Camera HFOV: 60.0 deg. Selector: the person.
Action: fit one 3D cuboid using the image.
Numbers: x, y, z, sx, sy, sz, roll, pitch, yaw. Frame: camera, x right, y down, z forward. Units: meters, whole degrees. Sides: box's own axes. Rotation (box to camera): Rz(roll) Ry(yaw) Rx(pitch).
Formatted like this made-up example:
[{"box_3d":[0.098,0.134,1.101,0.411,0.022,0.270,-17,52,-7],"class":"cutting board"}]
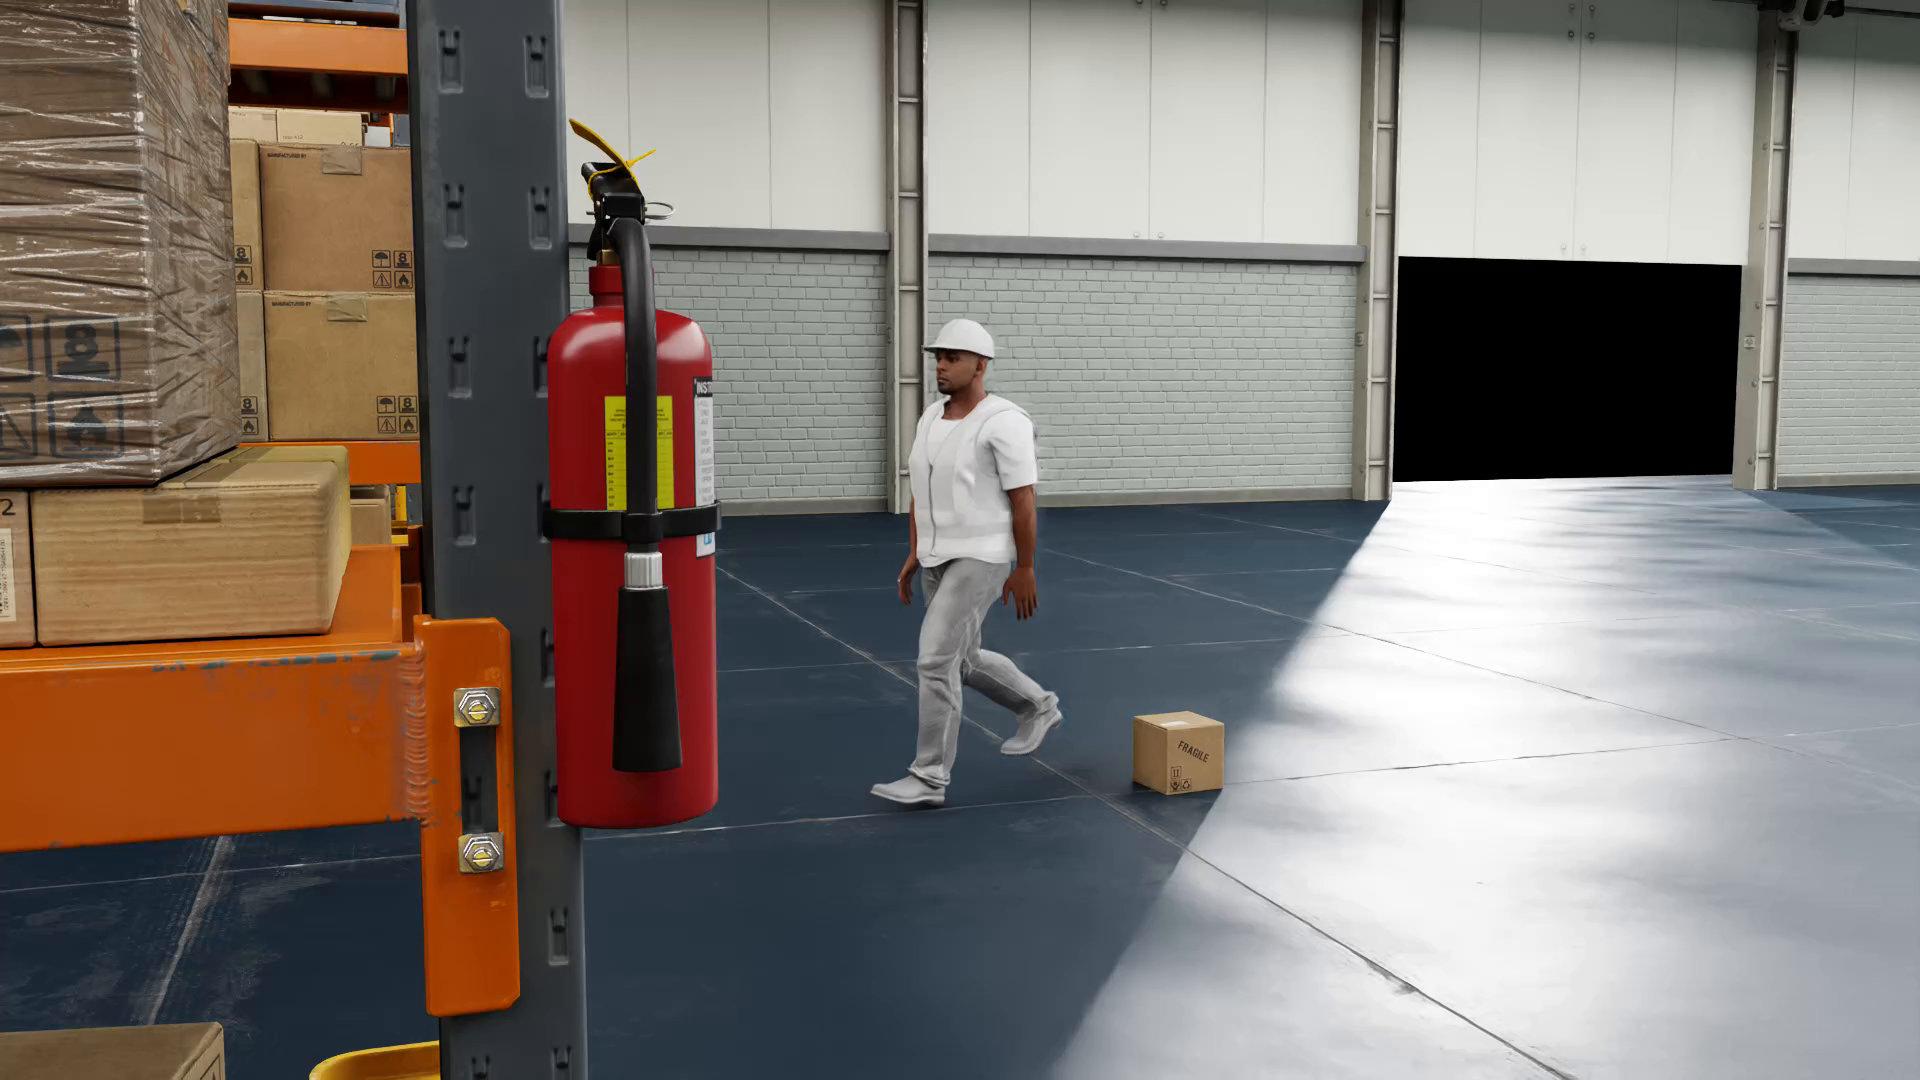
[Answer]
[{"box_3d":[0.045,0.067,6.096,0.980,1.736,0.561,-4,7,-36],"class":"person"}]
